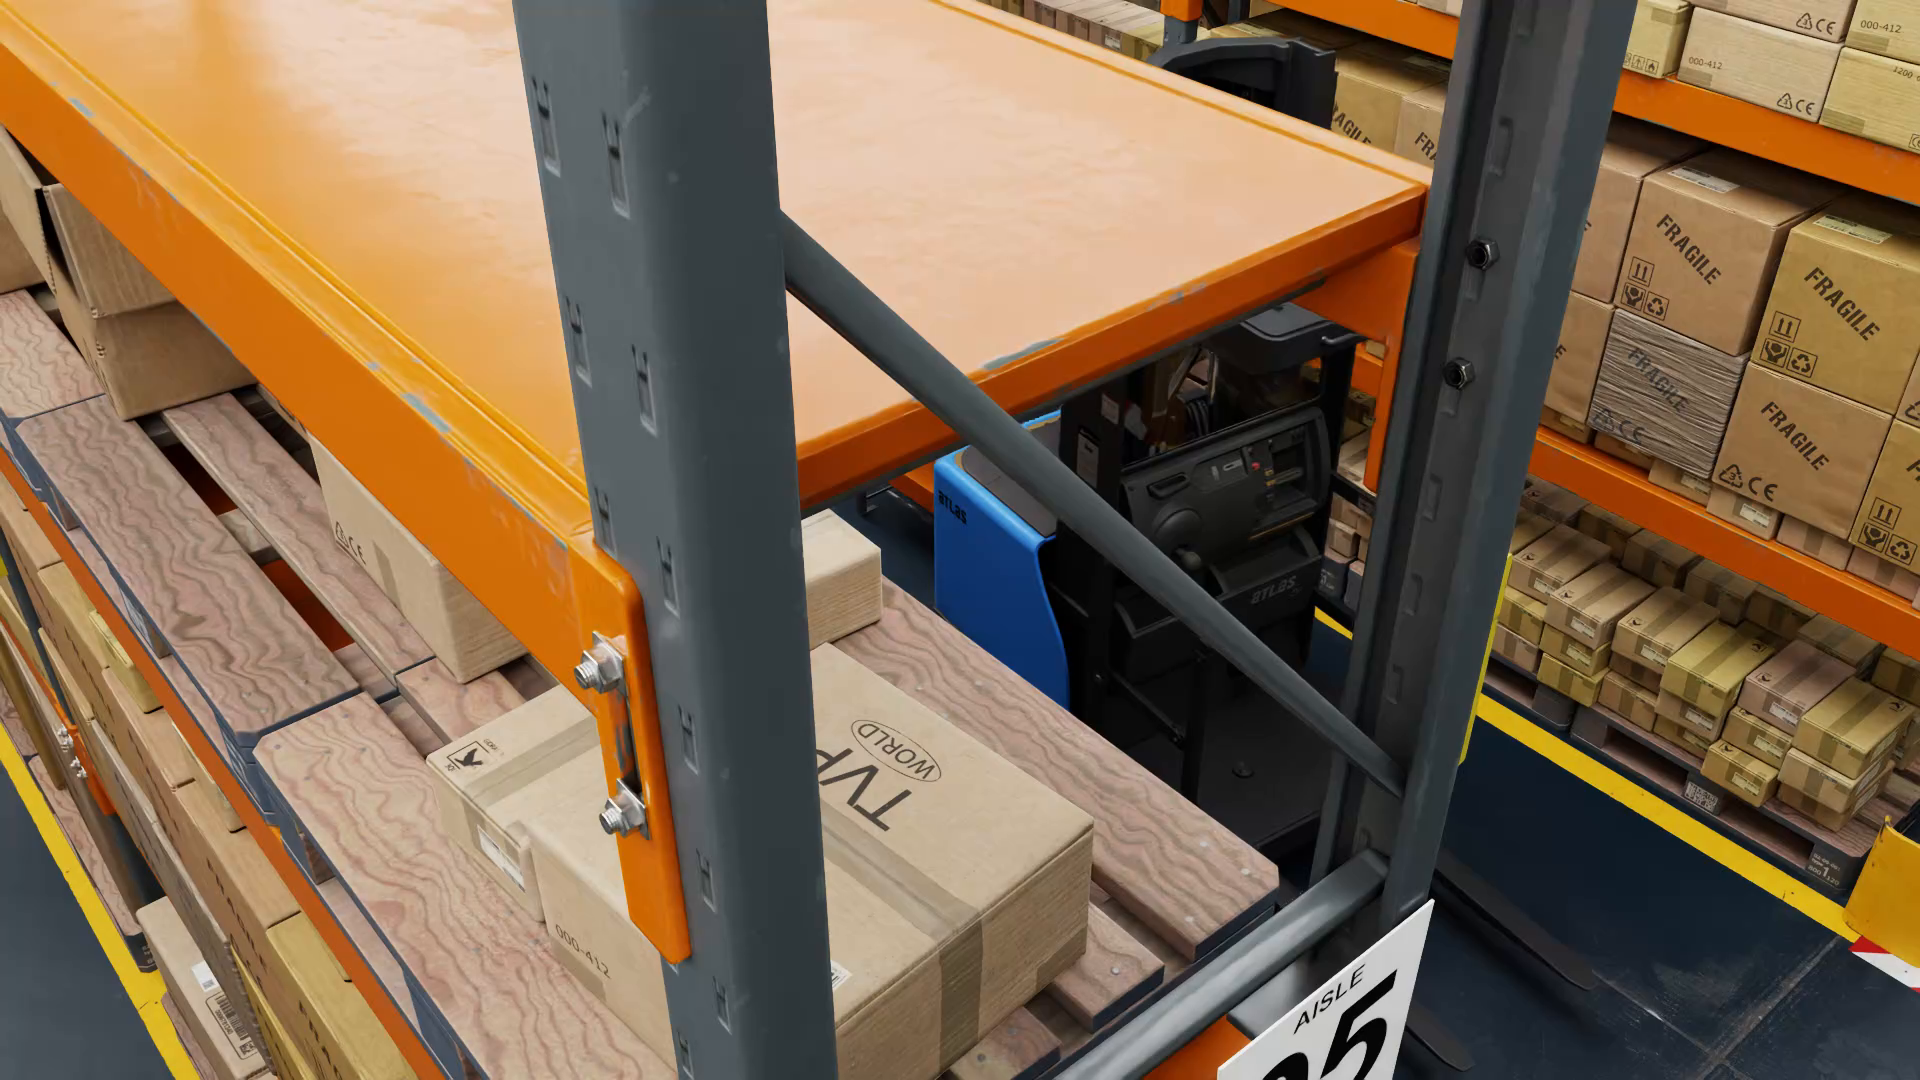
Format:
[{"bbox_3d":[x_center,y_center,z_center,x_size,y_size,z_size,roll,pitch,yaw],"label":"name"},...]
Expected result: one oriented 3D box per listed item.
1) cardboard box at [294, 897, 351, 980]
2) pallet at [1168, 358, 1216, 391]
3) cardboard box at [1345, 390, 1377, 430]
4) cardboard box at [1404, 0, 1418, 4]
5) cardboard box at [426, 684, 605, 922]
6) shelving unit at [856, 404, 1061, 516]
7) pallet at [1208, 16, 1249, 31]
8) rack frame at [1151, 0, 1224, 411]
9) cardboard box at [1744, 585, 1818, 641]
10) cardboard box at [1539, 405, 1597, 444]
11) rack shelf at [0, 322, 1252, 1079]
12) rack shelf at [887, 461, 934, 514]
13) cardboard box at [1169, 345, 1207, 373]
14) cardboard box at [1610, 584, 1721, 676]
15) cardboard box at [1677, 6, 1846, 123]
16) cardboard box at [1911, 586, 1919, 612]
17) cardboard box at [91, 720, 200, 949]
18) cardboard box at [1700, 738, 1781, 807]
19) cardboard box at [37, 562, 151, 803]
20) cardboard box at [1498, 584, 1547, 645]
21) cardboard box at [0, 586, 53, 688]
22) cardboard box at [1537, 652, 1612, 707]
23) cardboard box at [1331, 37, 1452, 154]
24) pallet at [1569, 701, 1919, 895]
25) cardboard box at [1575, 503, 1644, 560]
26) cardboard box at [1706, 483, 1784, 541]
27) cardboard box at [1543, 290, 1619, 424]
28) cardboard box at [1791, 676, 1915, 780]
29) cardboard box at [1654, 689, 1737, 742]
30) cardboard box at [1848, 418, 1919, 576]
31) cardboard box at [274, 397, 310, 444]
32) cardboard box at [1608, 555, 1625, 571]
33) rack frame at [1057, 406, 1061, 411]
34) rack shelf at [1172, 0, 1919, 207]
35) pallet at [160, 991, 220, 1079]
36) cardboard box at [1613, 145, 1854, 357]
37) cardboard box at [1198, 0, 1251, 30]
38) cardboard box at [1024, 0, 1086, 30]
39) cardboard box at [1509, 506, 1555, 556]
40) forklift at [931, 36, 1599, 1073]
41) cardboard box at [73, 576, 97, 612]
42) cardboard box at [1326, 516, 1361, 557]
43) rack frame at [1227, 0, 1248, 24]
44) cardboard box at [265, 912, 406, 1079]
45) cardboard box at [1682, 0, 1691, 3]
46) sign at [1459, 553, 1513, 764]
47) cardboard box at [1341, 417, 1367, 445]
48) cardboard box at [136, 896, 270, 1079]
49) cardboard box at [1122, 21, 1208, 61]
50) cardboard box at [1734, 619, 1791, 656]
[{"bbox_3d":[-1.074,0.643,3.234,0.380,0.149,0.250,-25,42,-31],"label":"cardboard box"},{"bbox_3d":[0.807,-0.879,9.308,1.003,0.211,1.213,-26,43,-32],"label":"pallet"},{"bbox_3d":[2.100,-0.659,8.174,0.380,0.149,0.250,-26,43,-32],"label":"cardboard box"},{"bbox_3d":[1.738,-2.316,6.459,0.500,0.250,0.500,-27,43,-32],"label":"cardboard box"},{"bbox_3d":[-0.515,0.329,2.362,0.380,0.149,0.250,-30,45,-35],"label":"cardboard box"},{"bbox_3d":[0.004,-0.456,7.921,0.538,1.125,1.048,-26,43,-32],"label":"shelving unit"},{"bbox_3d":[2.080,-4.452,14.354,1.003,0.211,1.213,-26,43,-32],"label":"pallet"},{"bbox_3d":[1.311,-1.674,8.018,1.000,3.000,0.127,-26,43,-32],"label":"rack frame"},{"bbox_3d":[3.479,0.248,6.893,0.380,0.149,0.250,-26,43,-32],"label":"cardboard box"},{"bbox_3d":[2.518,-0.556,6.657,0.380,0.149,0.250,-25,42,-31],"label":"cardboard box"},{"bbox_3d":[-1.115,0.170,3.442,1.077,0.370,4.000,-26,43,-32],"label":"rack shelf"},{"bbox_3d":[0.004,-0.257,8.062,0.538,0.278,1.000,-26,43,-32],"label":"rack shelf"},{"bbox_3d":[1.036,-1.250,9.219,0.500,0.500,0.500,-24,42,-30],"label":"cardboard box"},{"bbox_3d":[2.855,0.365,6.727,0.380,0.149,0.250,-28,44,-33],"label":"cardboard box"},{"bbox_3d":[2.752,-1.619,5.475,0.500,0.250,0.500,-24,42,-30],"label":"cardboard box"},{"bbox_3d":[3.466,0.156,5.651,0.380,0.149,0.250,-26,43,-32],"label":"cardboard box"},{"bbox_3d":[-1.981,0.705,4.573,0.500,0.500,0.500,-26,43,-32],"label":"cardboard box"},{"bbox_3d":[3.150,0.854,6.552,0.380,0.149,0.250,-25,42,-30],"label":"cardboard box"},{"bbox_3d":[-1.962,0.294,4.287,0.500,0.500,0.500,-27,43,-32],"label":"cardboard box"},{"bbox_3d":[2.501,0.264,7.128,0.380,0.149,0.250,-24,42,-30],"label":"cardboard box"},{"bbox_3d":[-2.888,0.175,5.538,0.500,0.250,0.500,-27,43,-33],"label":"cardboard box"},{"bbox_3d":[2.663,0.512,7.035,0.380,0.149,0.250,-28,44,-34],"label":"cardboard box"},{"bbox_3d":[1.762,-1.730,6.889,0.500,0.500,0.500,-27,44,-33],"label":"cardboard box"},{"bbox_3d":[3.346,0.825,6.902,1.003,0.211,1.213,-26,43,-32],"label":"pallet"},{"bbox_3d":[2.949,-0.090,7.370,0.380,0.149,0.250,-25,42,-31],"label":"cardboard box"},{"bbox_3d":[2.978,-0.176,6.121,0.380,0.149,0.250,-25,42,-31],"label":"cardboard box"},{"bbox_3d":[2.428,-0.846,6.505,0.500,0.500,0.500,-24,42,-30],"label":"cardboard box"},{"bbox_3d":[3.357,0.703,6.251,0.380,0.149,0.250,-25,43,-31],"label":"cardboard box"},{"bbox_3d":[2.997,0.608,6.642,0.380,0.149,0.250,-28,44,-33],"label":"cardboard box"},{"bbox_3d":[3.405,-0.172,5.554,0.500,0.500,0.500,-25,42,-31],"label":"cardboard box"},{"bbox_3d":[-1.011,-0.440,3.144,0.500,0.500,0.500,-25,42,-31],"label":"cardboard box"},{"bbox_3d":[2.858,0.079,7.389,0.380,0.149,0.250,-24,42,-30],"label":"cardboard box"},{"bbox_3d":[0.332,-0.232,7.604,0.500,1.125,0.032,-26,43,-32],"label":"rack frame"},{"bbox_3d":[2.601,-1.721,6.112,1.077,0.370,4.000,-26,43,-32],"label":"rack shelf"},{"bbox_3d":[-1.975,1.720,5.638,1.003,0.211,1.213,-26,43,-32],"label":"pallet"},{"bbox_3d":[2.737,-1.037,5.910,0.500,0.500,0.500,-24,42,-30],"label":"cardboard box"},{"bbox_3d":[2.136,-4.693,14.063,0.700,0.500,0.500,-29,44,-34],"label":"cardboard box"},{"bbox_3d":[0.572,-2.901,9.090,0.380,0.149,0.250,-24,42,-30],"label":"cardboard box"},{"bbox_3d":[2.364,0.005,7.237,0.380,0.149,0.250,-26,43,-32],"label":"cardboard box"},{"bbox_3d":[1.096,-0.119,5.882,1.130,2.935,3.031,-21,40,-26],"label":"forklift"},{"bbox_3d":[-1.912,0.077,4.033,0.380,0.149,0.250,-26,43,-32],"label":"cardboard box"},{"bbox_3d":[1.874,-0.100,7.899,0.380,0.149,0.250,-27,43,-33],"label":"cardboard box"},{"bbox_3d":[2.583,-5.245,13.060,1.000,3.000,0.127,-26,43,-32],"label":"rack frame"},{"bbox_3d":[-0.994,0.971,3.332,0.500,0.500,0.500,-26,43,-32],"label":"cardboard box"},{"bbox_3d":[2.424,-2.062,5.669,0.500,0.250,0.500,-28,44,-34],"label":"cardboard box"},{"bbox_3d":[0.603,0.166,2.000,0.100,0.325,0.005,-26,43,-32],"label":"sign"},{"bbox_3d":[1.708,-0.458,7.890,0.380,0.149,0.250,-27,43,-32],"label":"cardboard box"},{"bbox_3d":[-2.082,1.409,5.519,0.875,0.438,0.875,-27,43,-32],"label":"cardboard box"},{"bbox_3d":[1.060,-2.566,8.617,0.380,0.149,0.250,-26,43,-31],"label":"cardboard box"},{"bbox_3d":[3.391,0.419,6.909,0.380,0.149,0.250,-25,43,-31],"label":"cardboard box"}]
